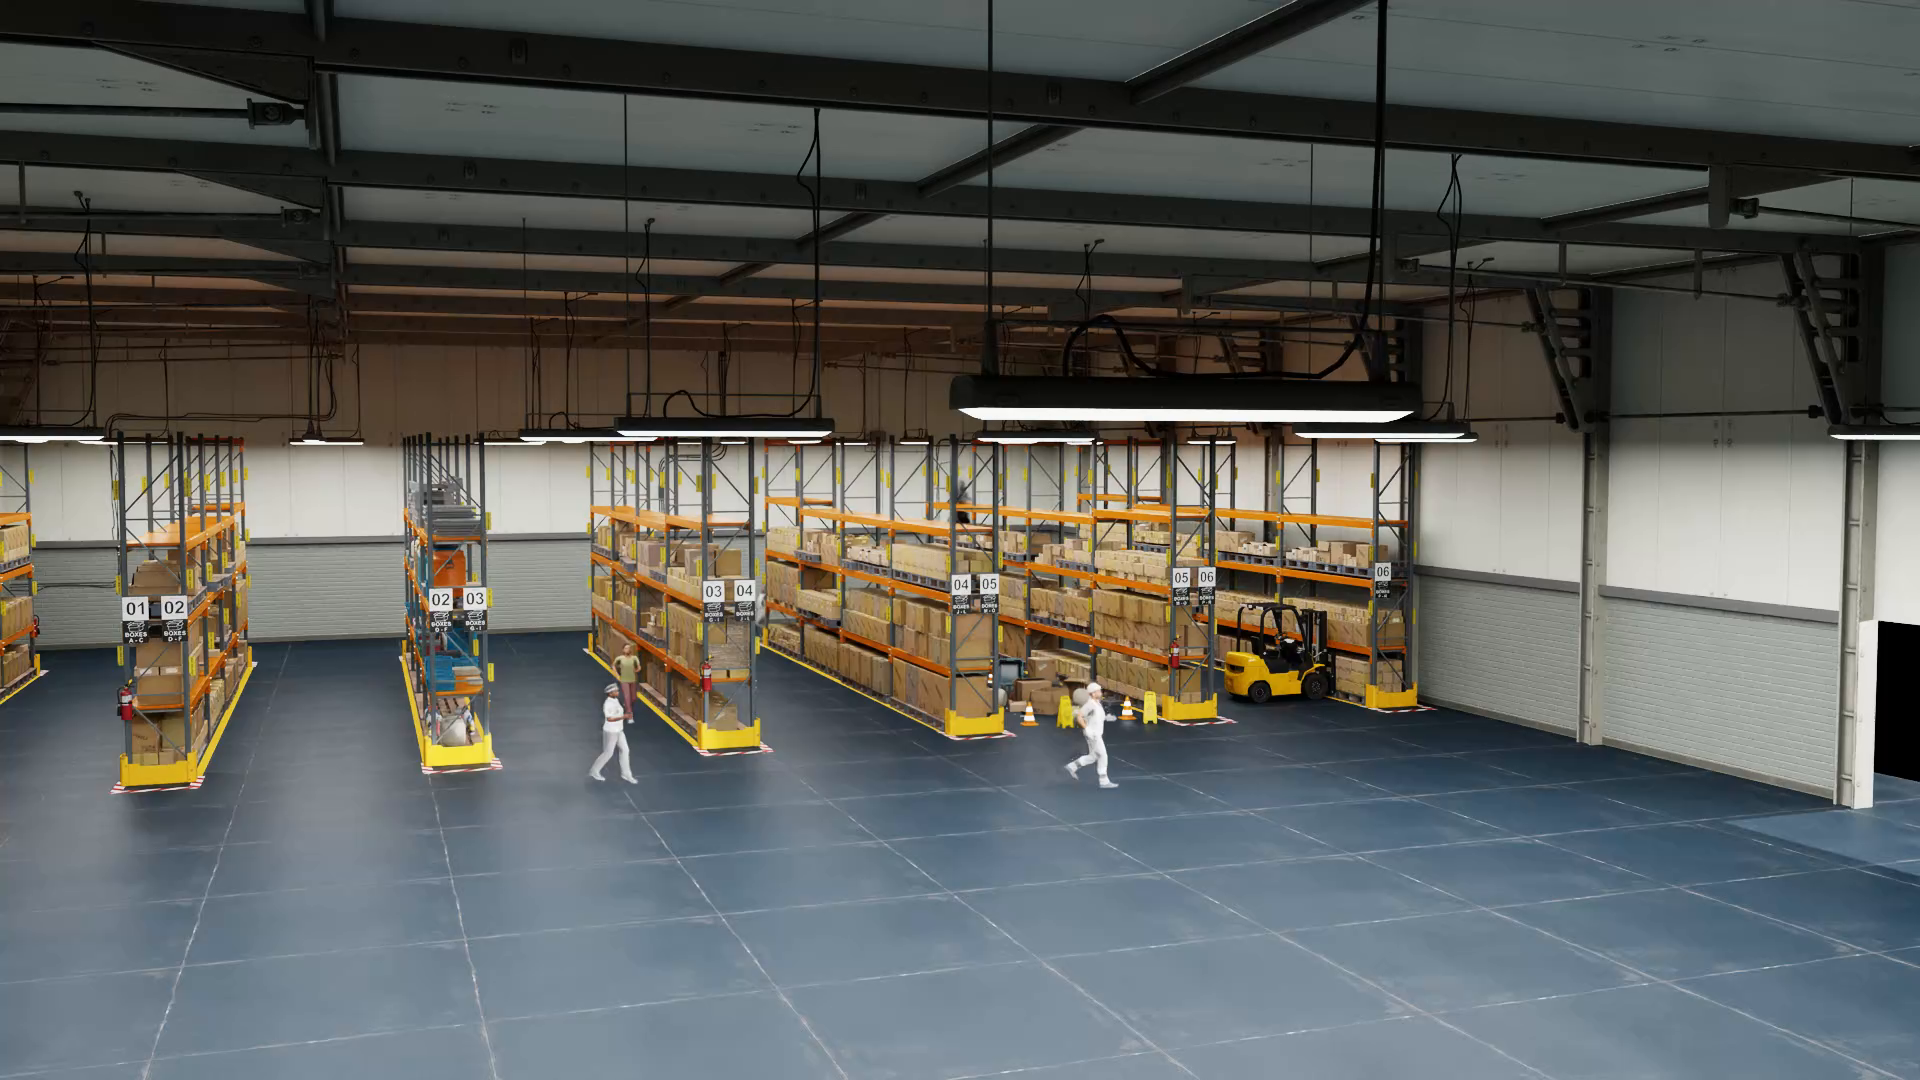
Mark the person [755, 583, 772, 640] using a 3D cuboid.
[{"bbox_3d":[-5.848,2.127,49.361,0.583,1.726,0.725,-2,4,-32],"label":"person"}]

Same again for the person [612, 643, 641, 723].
[{"bbox_3d":[-6.945,2.968,34.739,0.588,1.638,0.895,-2,4,-26],"label":"person"}]

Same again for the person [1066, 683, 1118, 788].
[{"bbox_3d":[2.206,3.275,27.918,0.907,1.769,0.660,1,3,15],"label":"person"}]

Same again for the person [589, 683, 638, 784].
[{"bbox_3d":[-5.925,3.292,28.328,0.815,1.741,0.566,0,3,7],"label":"person"}]
